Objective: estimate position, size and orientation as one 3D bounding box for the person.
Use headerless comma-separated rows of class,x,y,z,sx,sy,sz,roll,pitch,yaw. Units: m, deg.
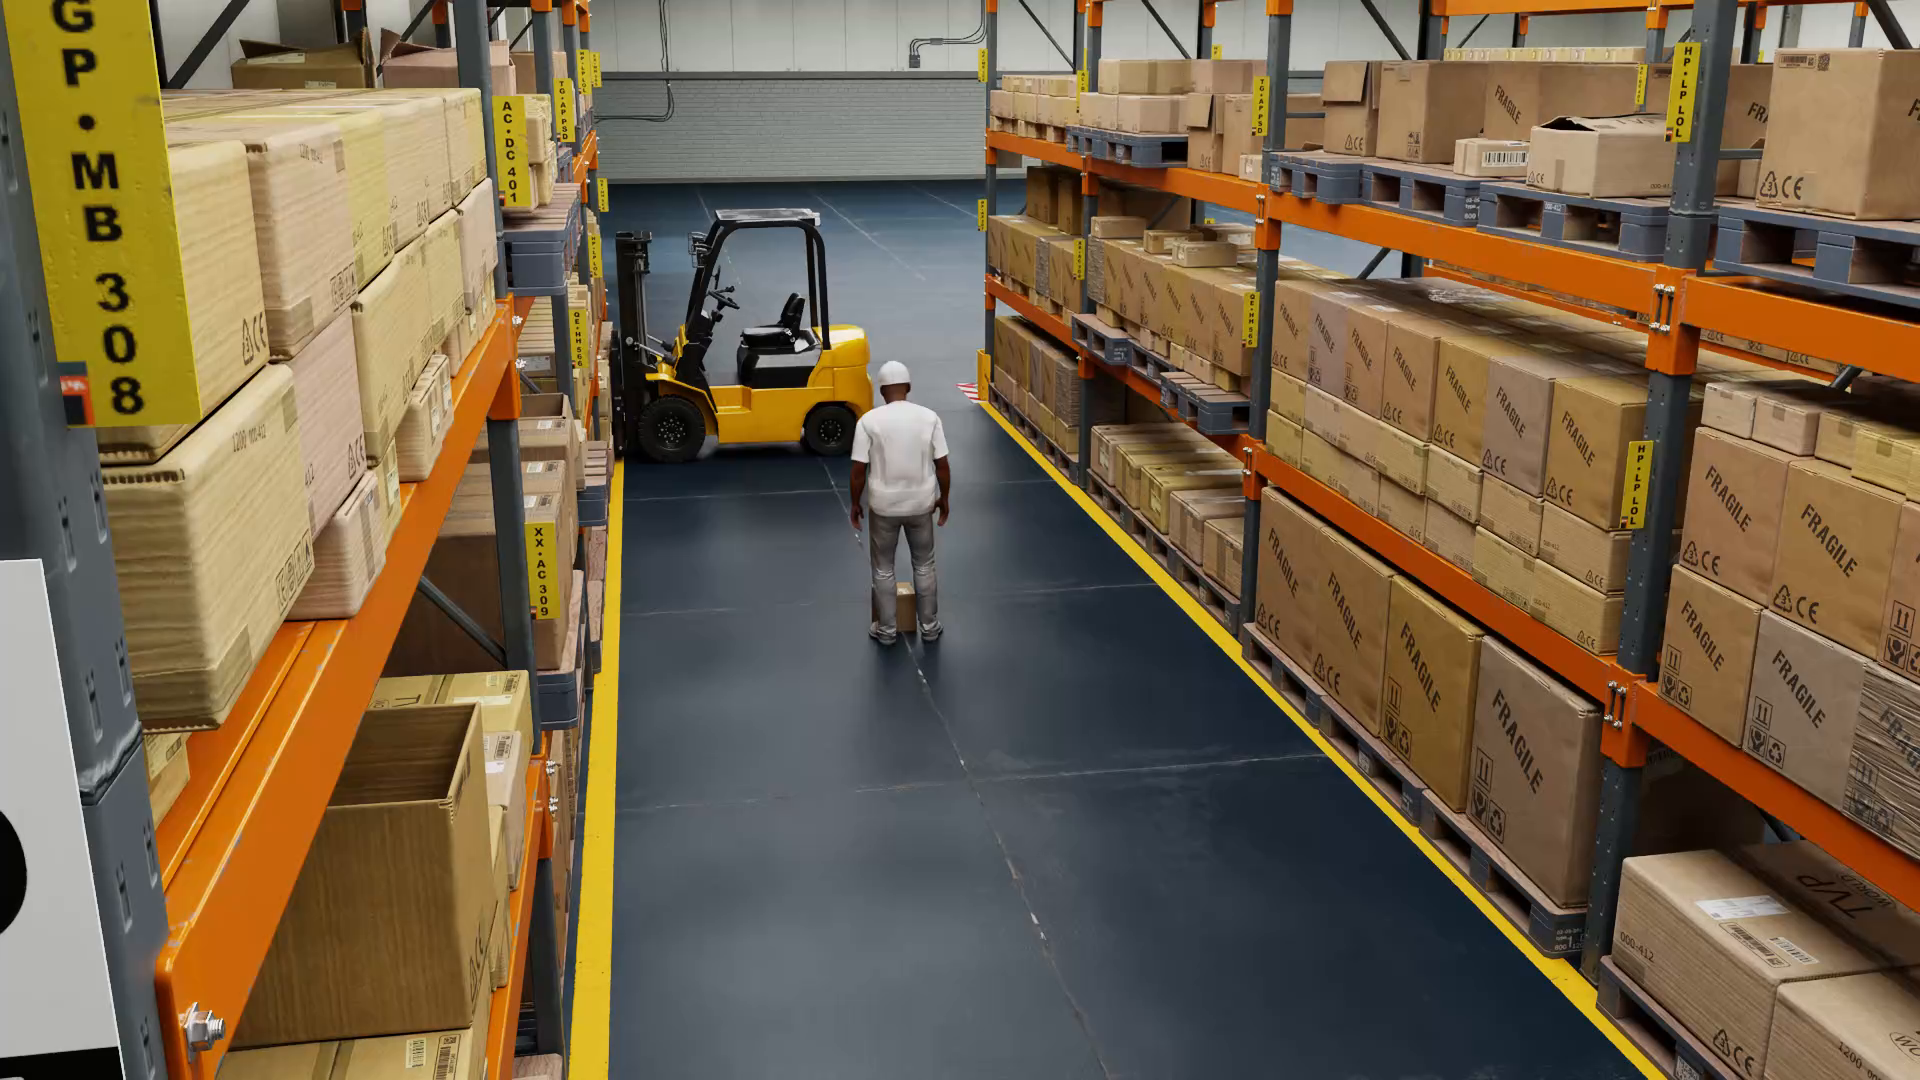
person,-0.370,-0.228,10.284,0.626,1.761,0.459,-3,17,-11
